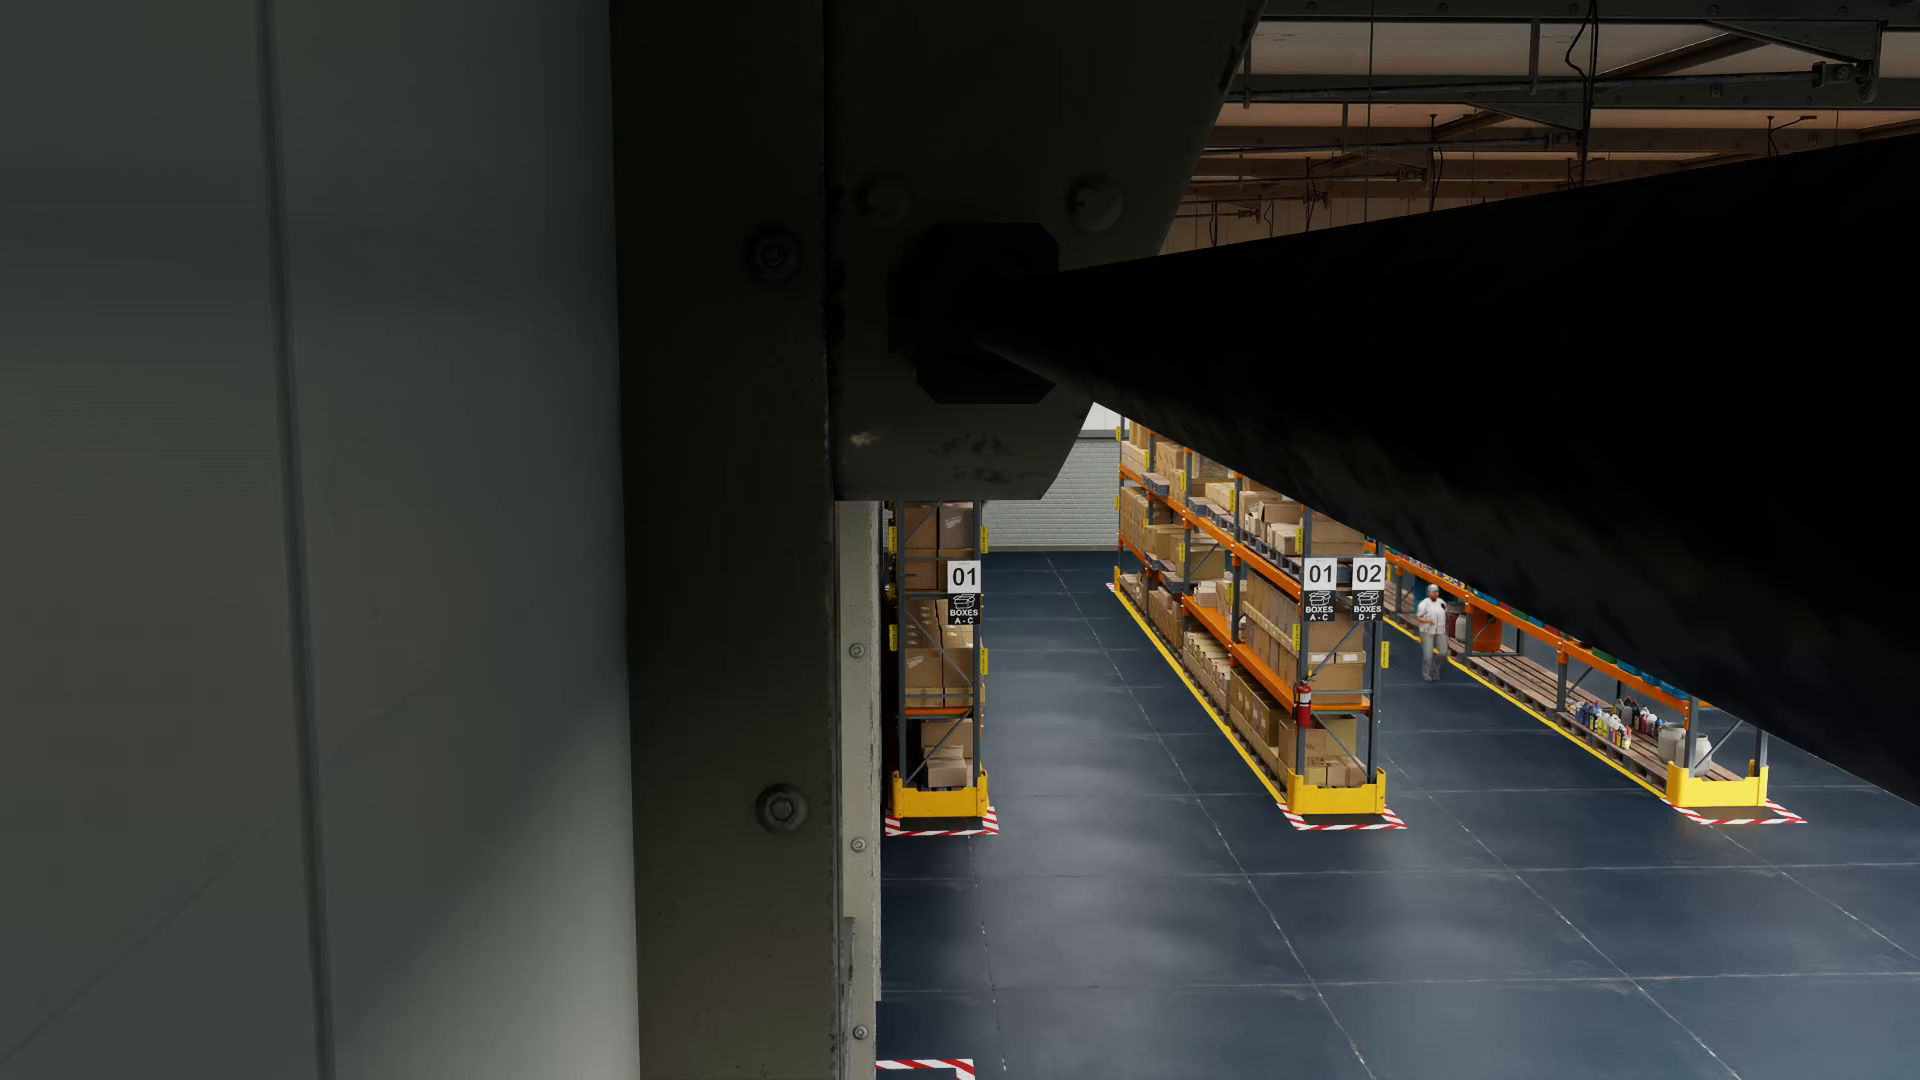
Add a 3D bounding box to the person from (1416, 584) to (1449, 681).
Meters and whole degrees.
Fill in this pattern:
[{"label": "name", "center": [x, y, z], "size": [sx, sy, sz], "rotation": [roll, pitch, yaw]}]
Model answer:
[{"label": "person", "center": [7.879, 1.555, 27.608], "size": [0.591, 1.638, 0.576], "rotation": [-1, 8, -5]}]
